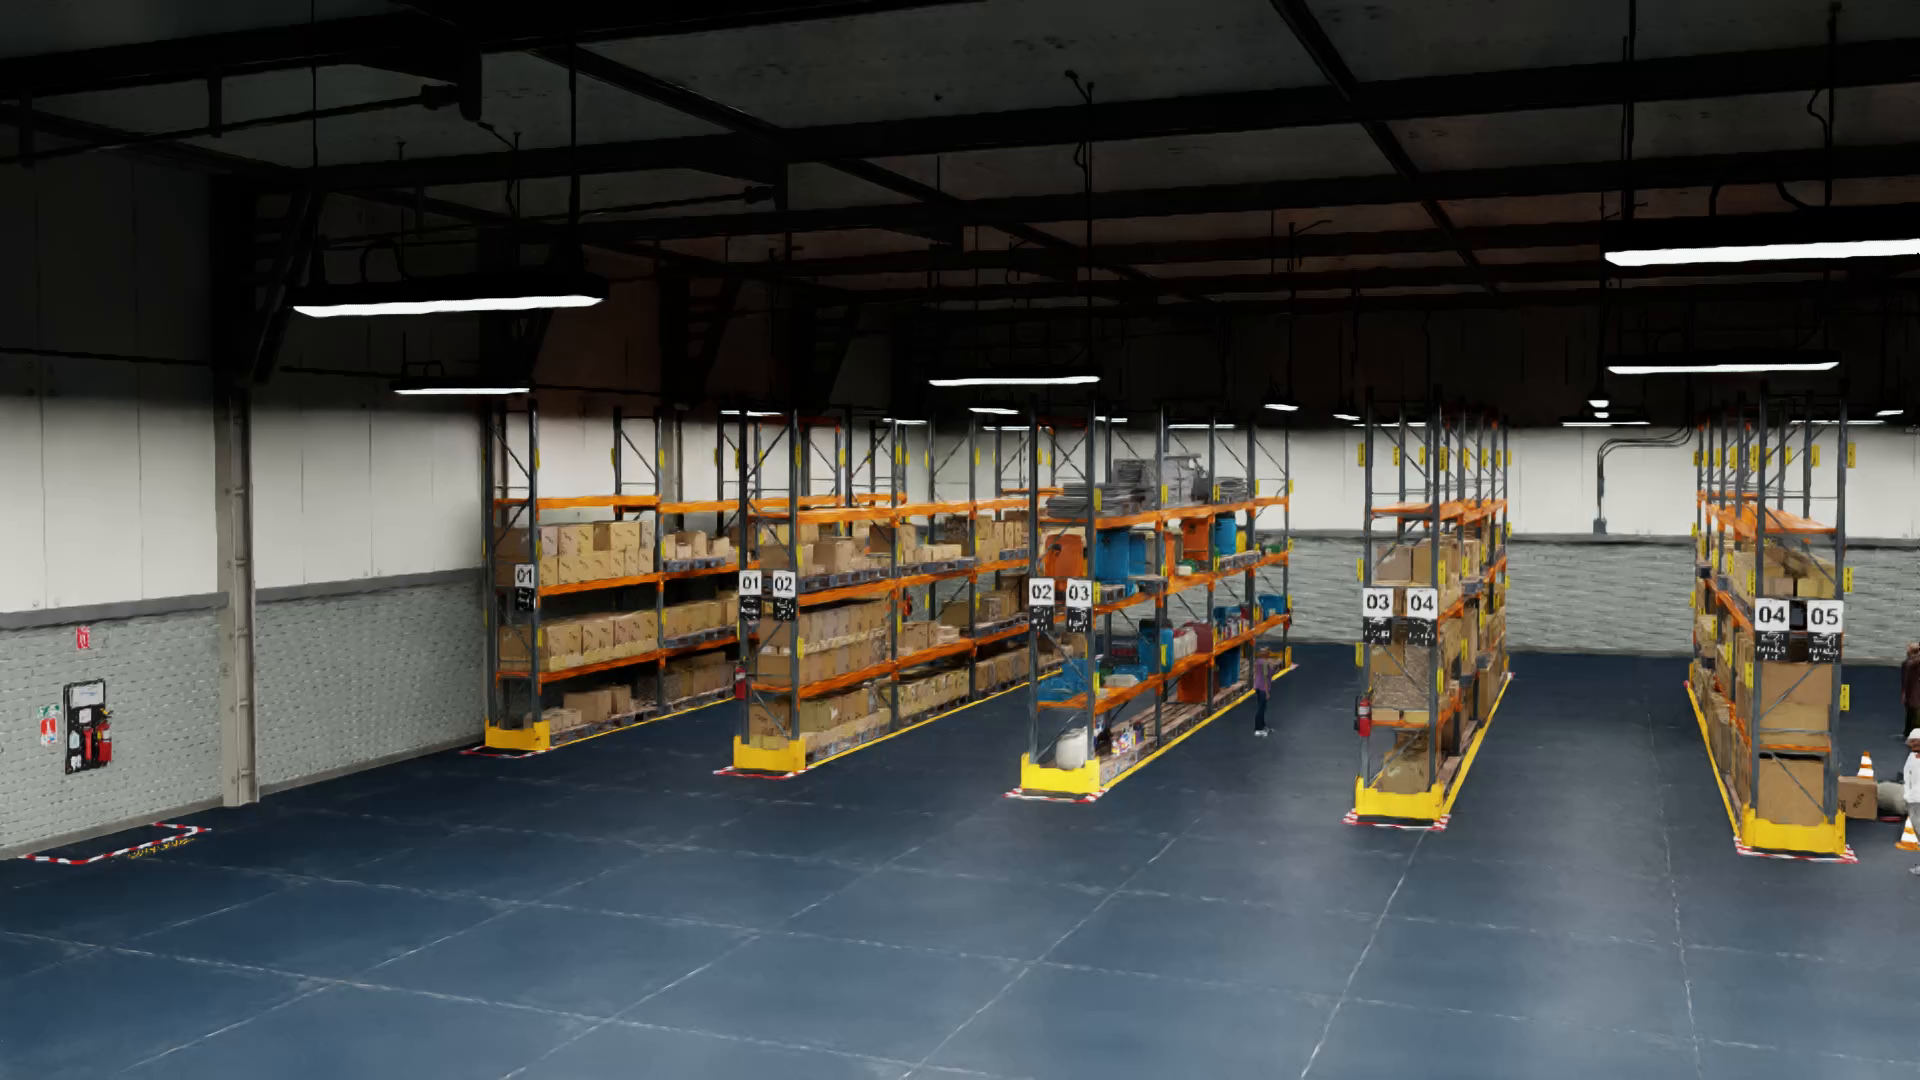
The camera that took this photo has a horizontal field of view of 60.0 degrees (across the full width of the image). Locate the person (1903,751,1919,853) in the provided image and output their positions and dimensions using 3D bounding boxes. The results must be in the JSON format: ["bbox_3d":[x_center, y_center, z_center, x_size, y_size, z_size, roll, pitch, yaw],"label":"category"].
[{"bbox_3d":[11.561,3.222,19.918,0.433,1.448,0.591,0,3,-8],"label":"person"}]

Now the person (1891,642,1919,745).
[{"bbox_3d":[16.615,2.661,29.081,0.685,1.772,0.630,-3,4,-43],"label":"person"}]

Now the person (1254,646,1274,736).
[{"bbox_3d":[5.506,2.707,30.032,0.419,1.602,0.503,0,3,-5],"label":"person"}]
